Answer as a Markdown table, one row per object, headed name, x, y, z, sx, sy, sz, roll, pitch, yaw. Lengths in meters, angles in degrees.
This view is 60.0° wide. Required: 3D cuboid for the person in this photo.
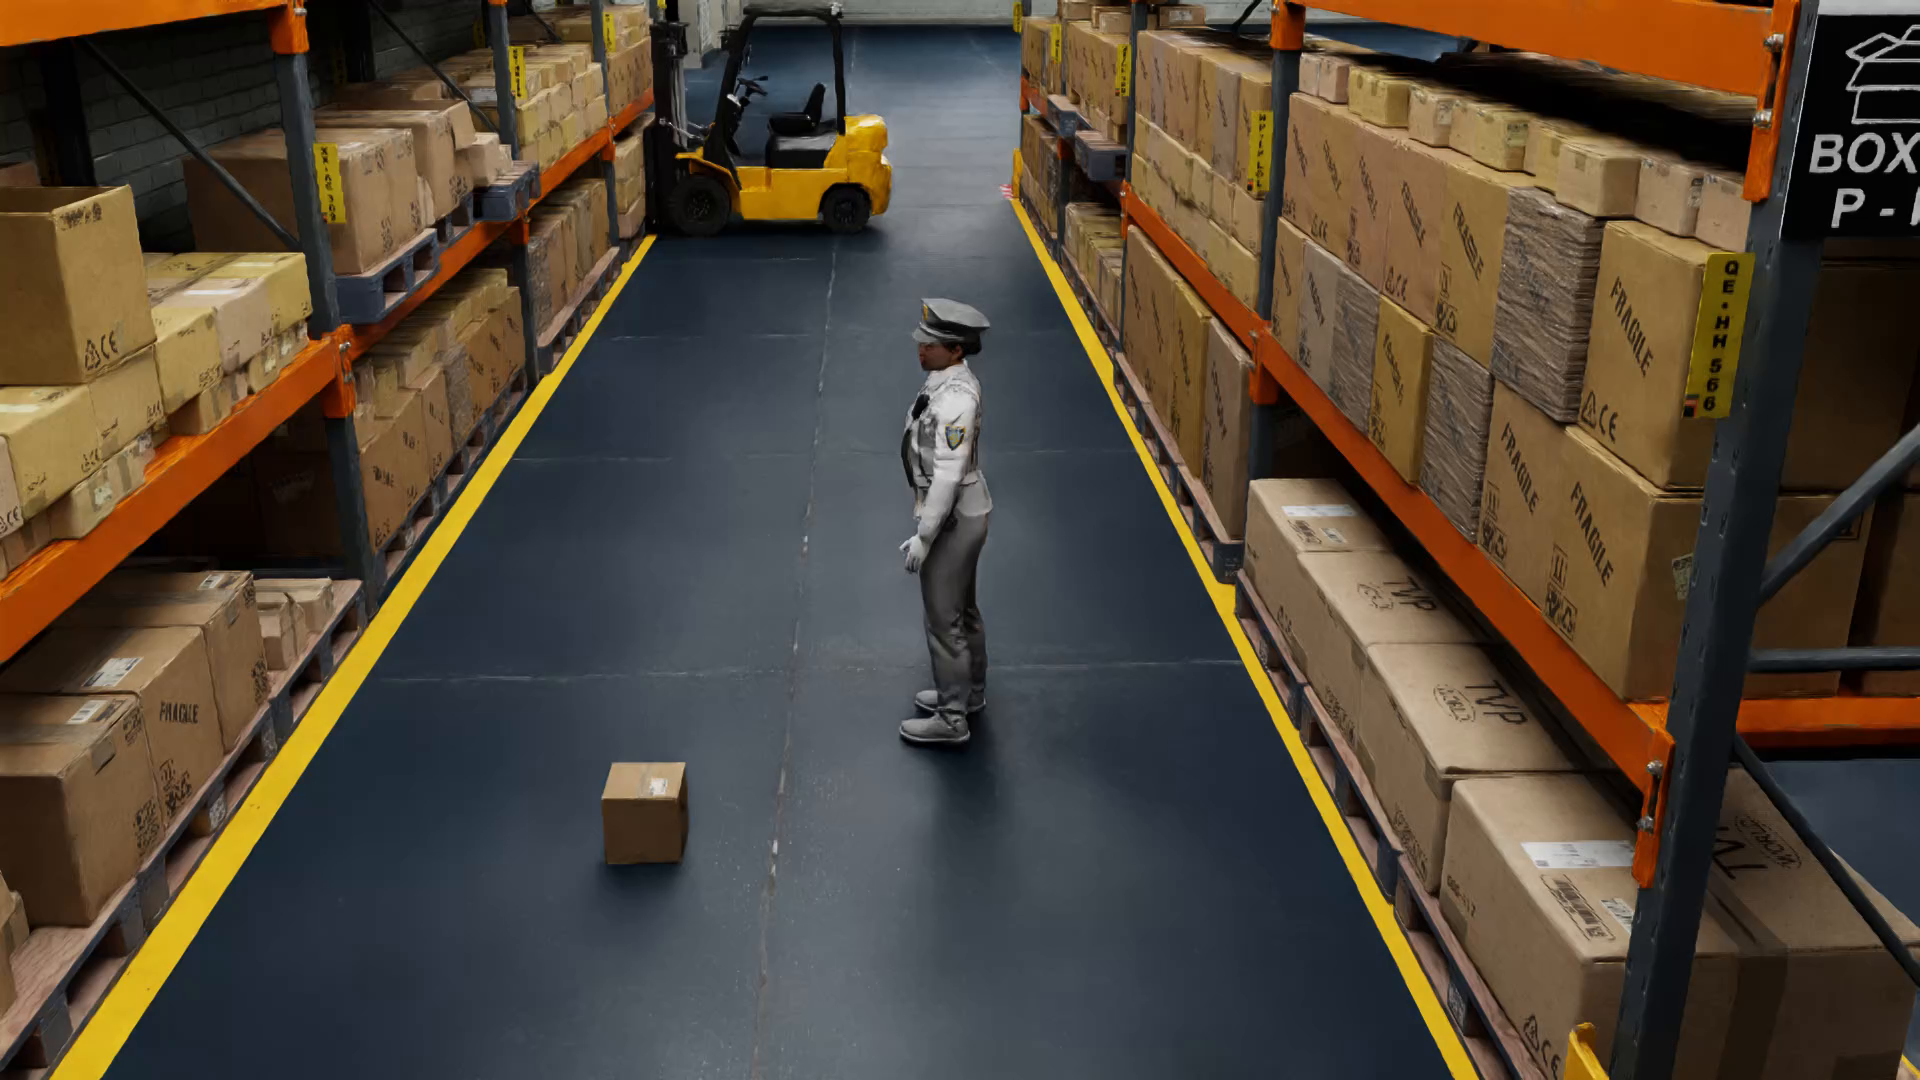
| name | x | y | z | sx | sy | sz | roll | pitch | yaw |
| --- | --- | --- | --- | --- | --- | --- | --- | --- | --- |
| person | -0.058 | -0.063 | 6.170 | 0.345 | 1.685 | 0.506 | 1 | 21 | 2 |
